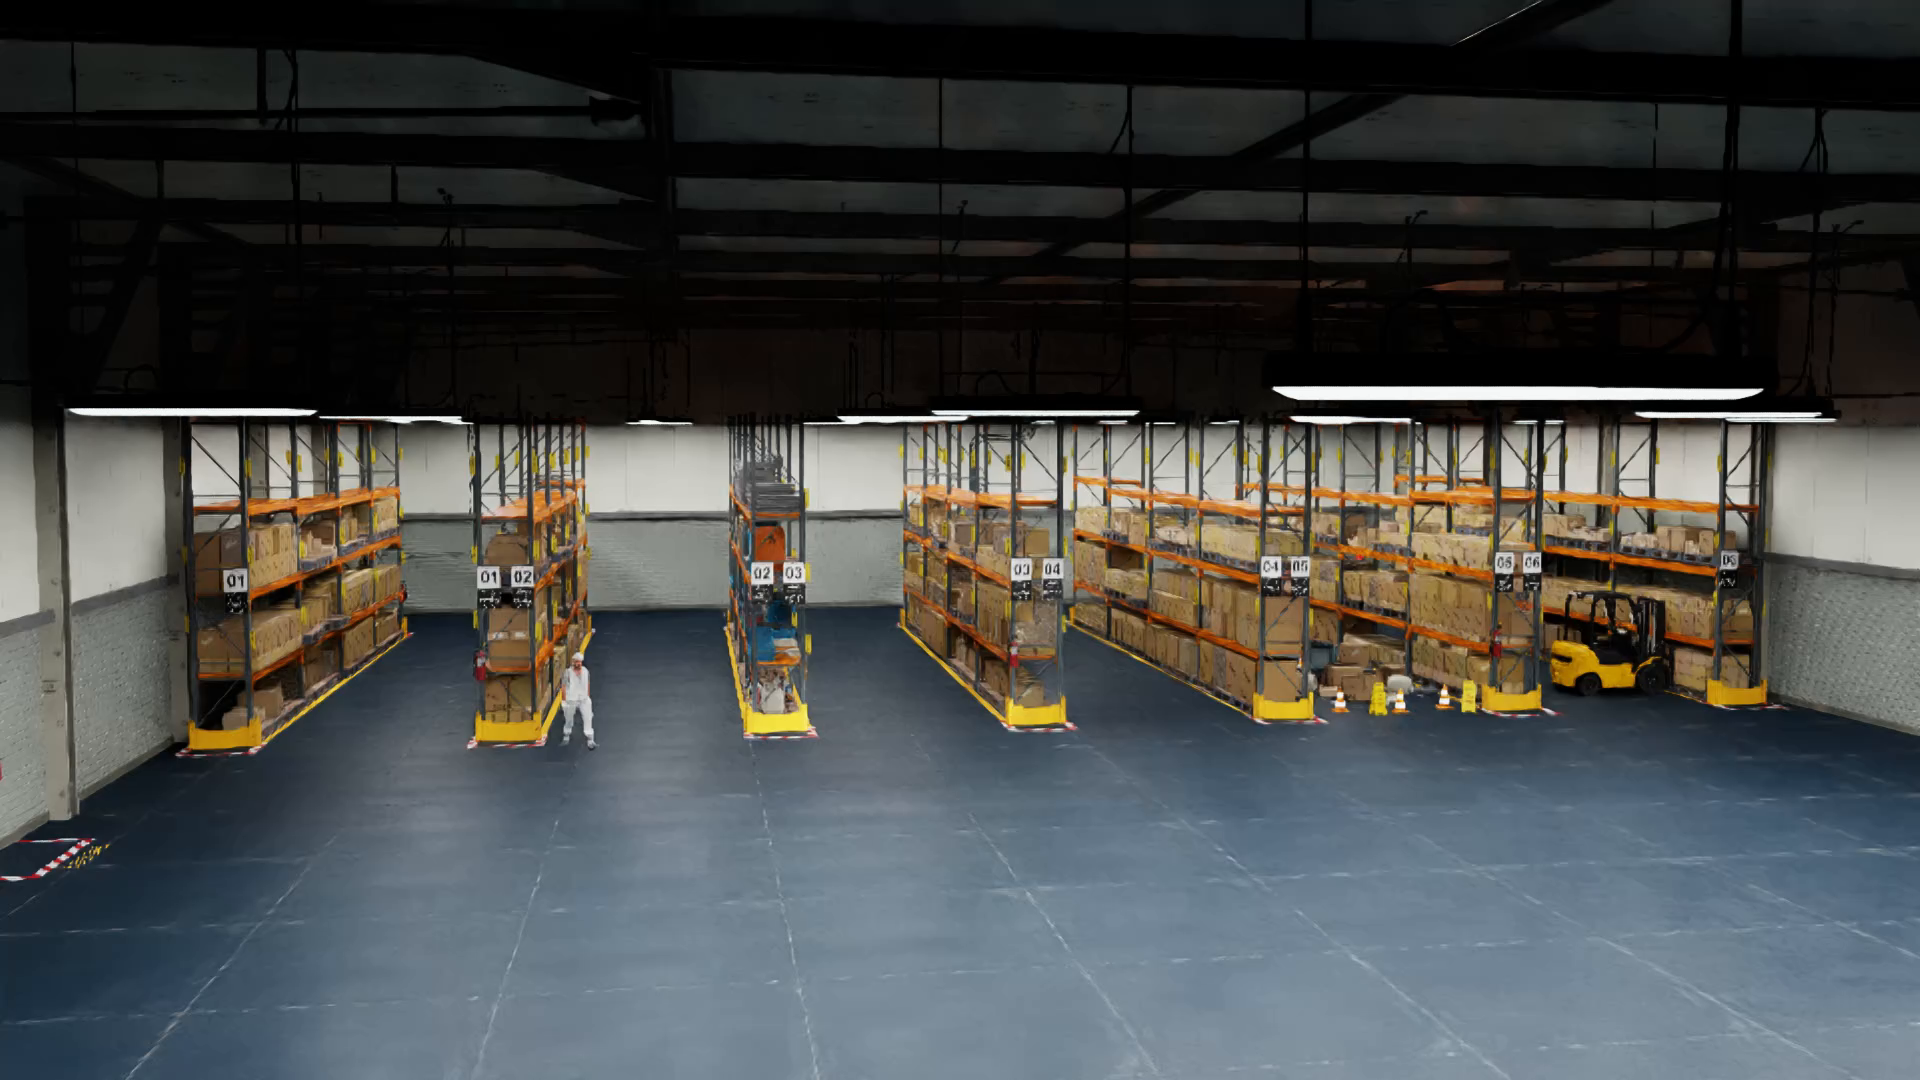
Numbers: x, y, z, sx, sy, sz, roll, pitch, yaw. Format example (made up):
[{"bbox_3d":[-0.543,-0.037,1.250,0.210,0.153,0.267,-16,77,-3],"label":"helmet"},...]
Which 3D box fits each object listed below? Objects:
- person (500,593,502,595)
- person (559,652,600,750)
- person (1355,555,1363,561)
[{"bbox_3d":[-12.336,1.767,44.860,0.636,1.775,0.677,2,4,22],"label":"person"},{"bbox_3d":[-6.796,2.848,29.575,0.596,1.746,0.969,-2,5,-32],"label":"person"},{"bbox_3d":[12.442,1.338,51.543,0.713,1.785,0.556,-3,5,-37],"label":"person"}]
